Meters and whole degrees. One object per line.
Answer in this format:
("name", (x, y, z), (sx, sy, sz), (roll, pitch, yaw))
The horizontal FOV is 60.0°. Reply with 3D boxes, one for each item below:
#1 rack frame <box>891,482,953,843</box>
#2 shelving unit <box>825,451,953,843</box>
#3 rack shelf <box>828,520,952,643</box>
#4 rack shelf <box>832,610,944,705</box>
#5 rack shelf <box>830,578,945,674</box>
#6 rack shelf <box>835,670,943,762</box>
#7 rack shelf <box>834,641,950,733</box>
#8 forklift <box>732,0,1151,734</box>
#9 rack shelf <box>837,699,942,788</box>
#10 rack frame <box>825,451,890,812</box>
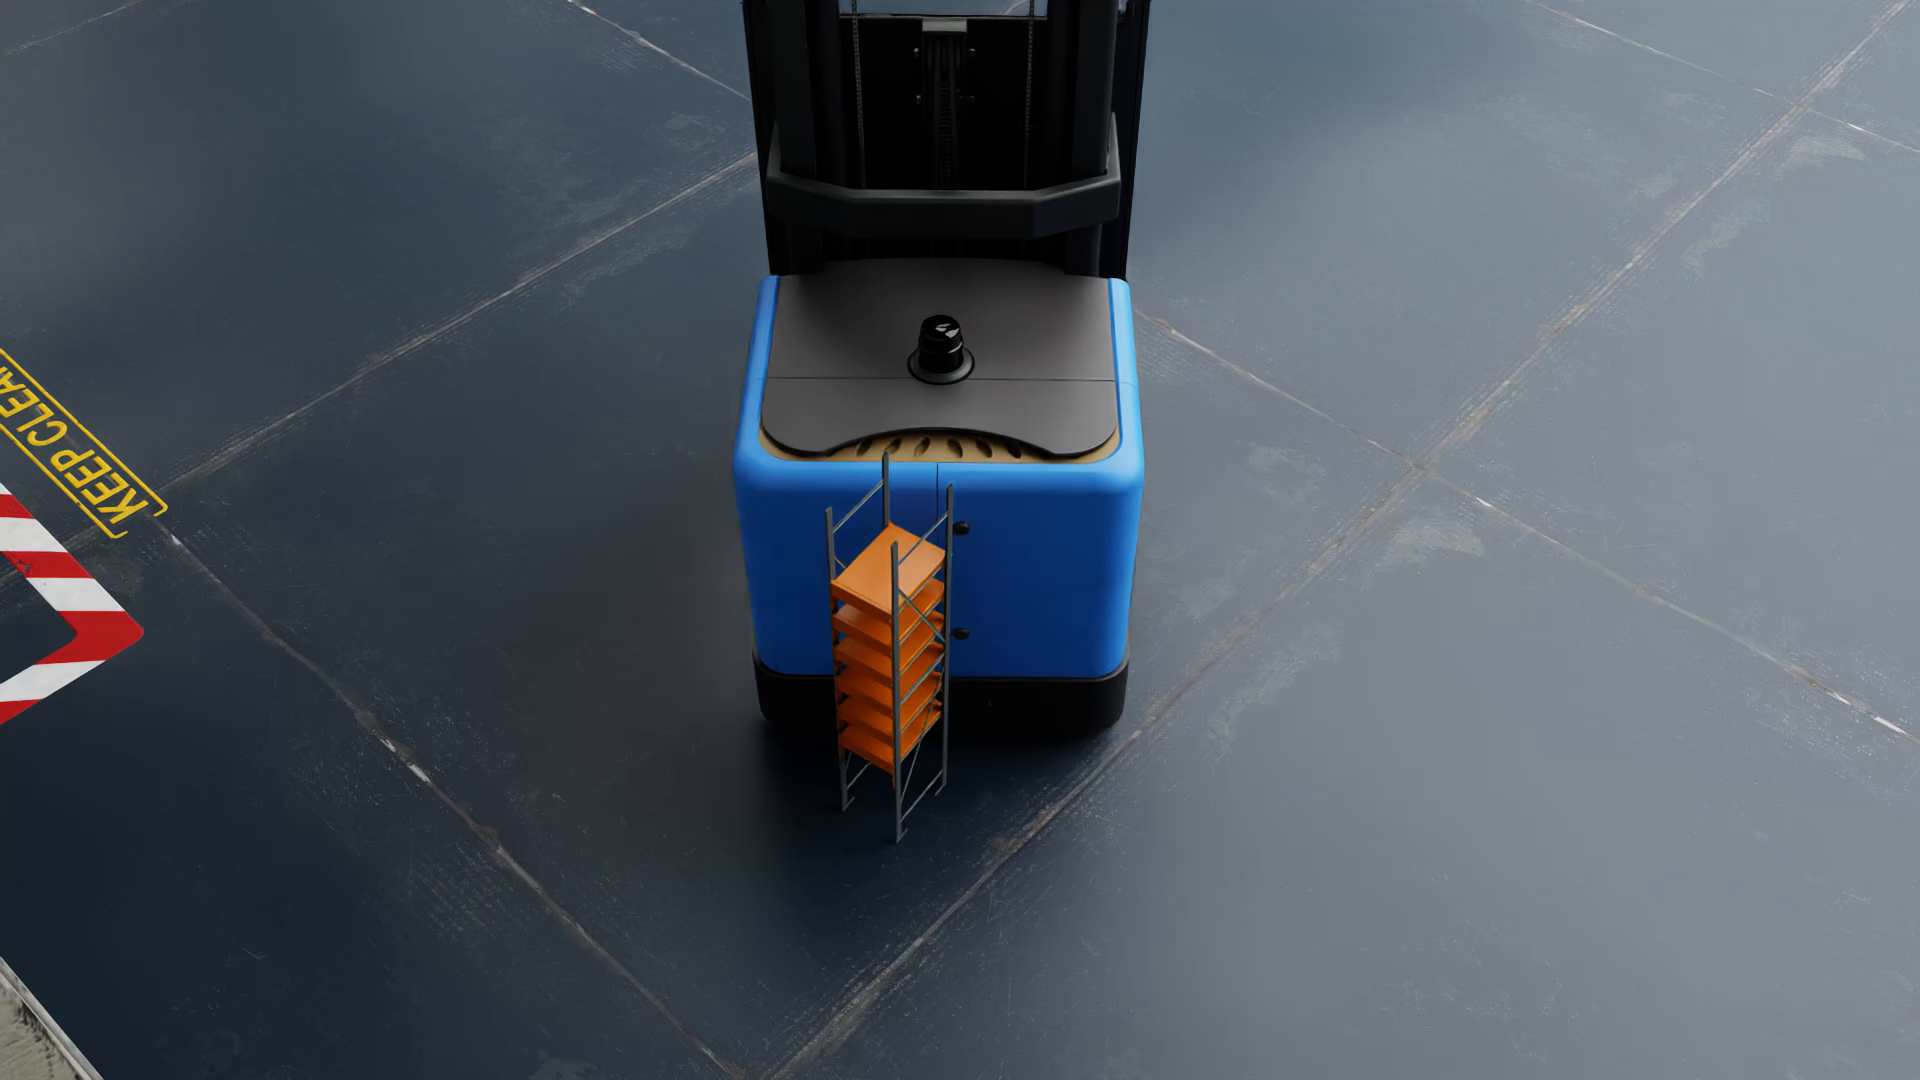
("rack frame", (-0.096, 0.350, 4.190), (0.006, 1.200, 0.240), (27, 52, 22))
("shelving unit", (-0.172, 0.312, 4.224), (0.189, 1.200, 0.258), (27, 52, 22))
("rack shelf", (-0.166, 0.096, 3.993), (0.180, 0.103, 0.258), (27, 52, 22))
("rack shelf", (-0.171, 0.260, 4.169), (0.180, 0.103, 0.258), (27, 52, 22))
("rack shelf", (-0.168, 0.178, 4.081), (0.180, 0.103, 0.258), (27, 52, 22))
("rack shelf", (-0.175, 0.424, 4.344), (0.180, 0.103, 0.258), (27, 52, 22))
("rack shelf", (-0.173, 0.342, 4.256), (0.180, 0.103, 0.258), (27, 52, 22))
("forklift", (-0.034, -1.511, 4.752), (1.130, 2.935, 3.031), (1, 47, 1))
("rack shelf", (-0.178, 0.506, 4.432), (0.180, 0.103, 0.258), (27, 52, 22))
("rack frame", (-0.248, 0.273, 4.258), (0.006, 1.200, 0.240), (27, 52, 22))
